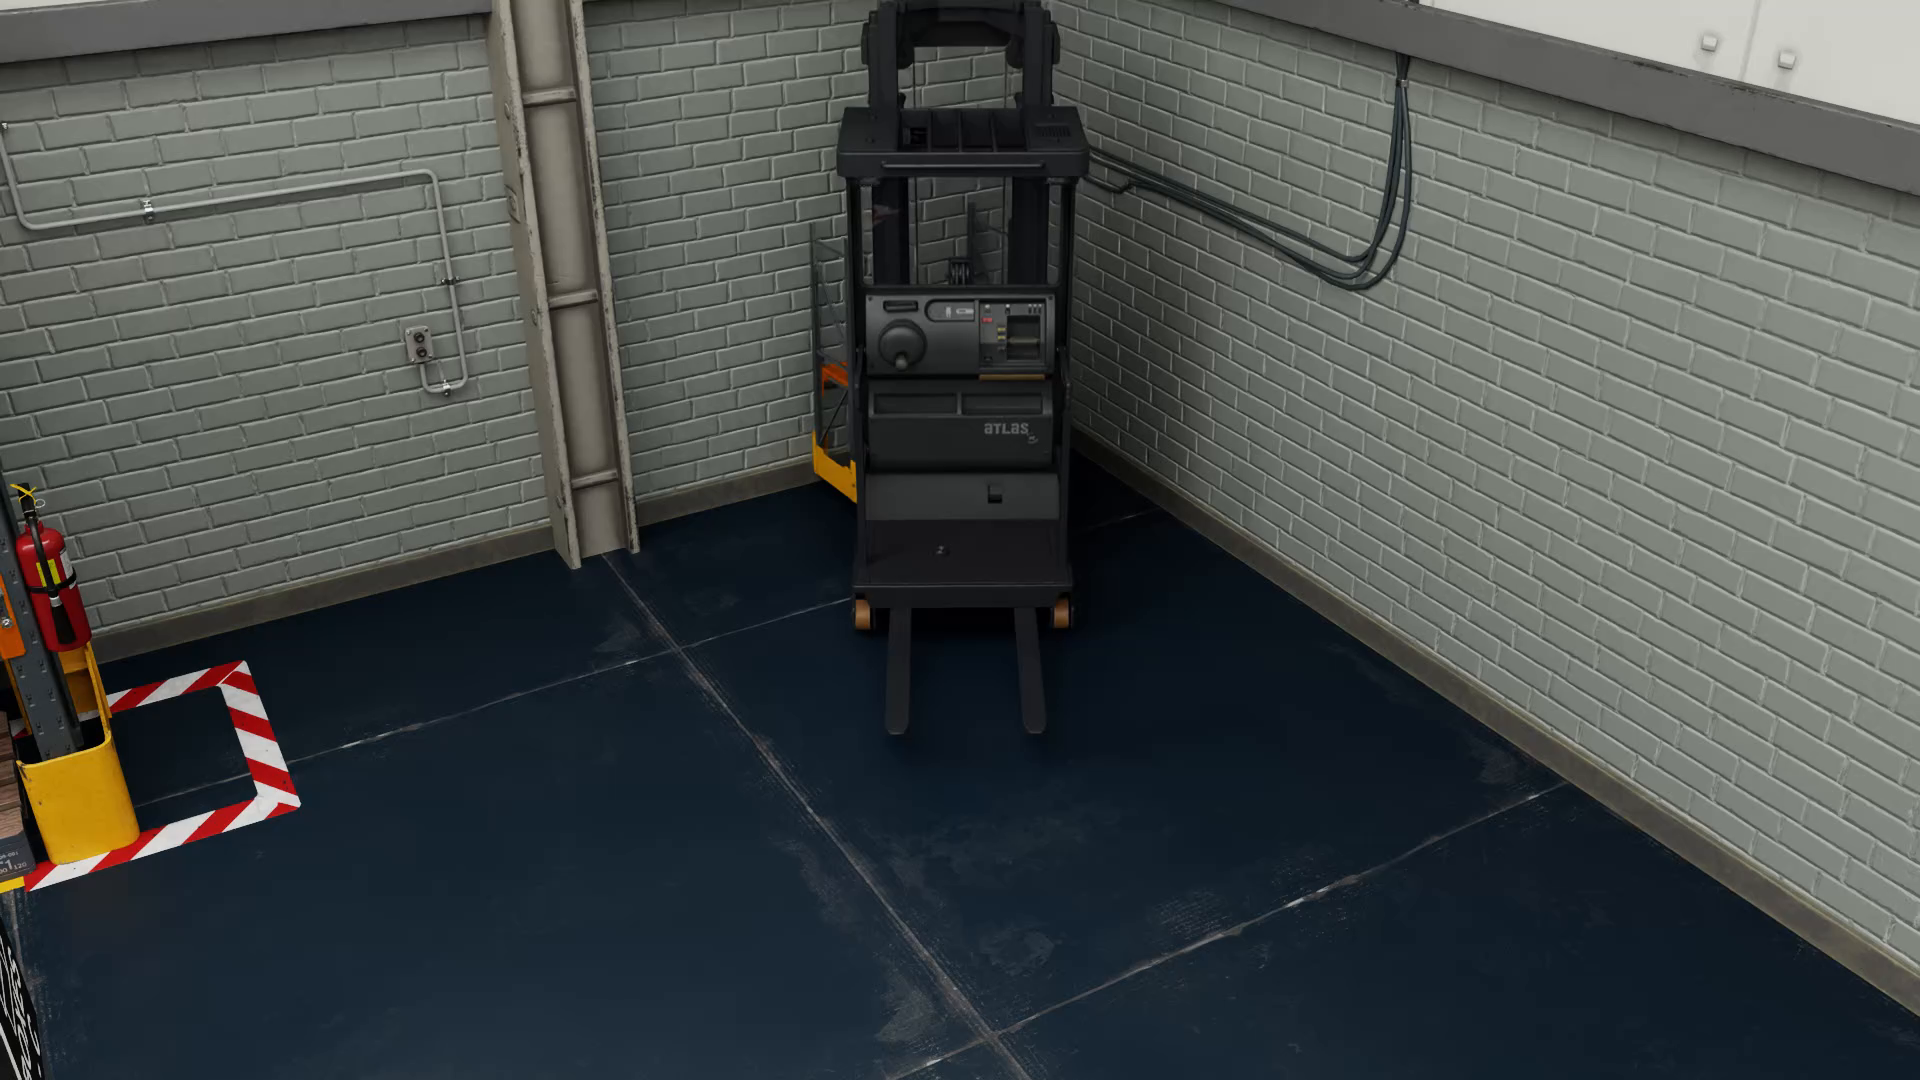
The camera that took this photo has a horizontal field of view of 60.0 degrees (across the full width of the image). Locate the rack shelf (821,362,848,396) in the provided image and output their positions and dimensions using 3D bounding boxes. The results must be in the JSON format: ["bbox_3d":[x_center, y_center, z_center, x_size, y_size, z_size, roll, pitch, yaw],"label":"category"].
[{"bbox_3d":[-0.266,-0.933,9.616,1.000,0.185,0.538,-13,27,-27],"label":"rack shelf"}]

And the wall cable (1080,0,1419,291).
[{"bbox_3d":[1.168,-2.748,8.130,0.112,2.526,3.097,-16,33,-26],"label":"wall cable"}]

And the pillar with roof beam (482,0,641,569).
[{"bbox_3d":[0.181,-2.100,3.742,0.400,9.000,9.100,-16,33,-26],"label":"pillar with roof beam"}]

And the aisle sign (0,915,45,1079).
[{"bbox_3d":[-1.467,0.540,2.477,0.004,0.787,0.394,-16,33,-26],"label":"aisle sign"}]

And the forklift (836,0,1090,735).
[{"bbox_3d":[0.008,-0.976,7.984,1.130,2.935,3.031,0,29,-1],"label":"forklift"}]

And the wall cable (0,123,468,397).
[{"bbox_3d":[-3.265,-1.398,7.627,1.851,1.984,0.084,-16,33,-26],"label":"wall cable"}]

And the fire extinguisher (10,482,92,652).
[{"bbox_3d":[-3.526,0.107,6.418,0.183,0.674,0.296,-16,33,-26],"label":"fire extinguisher"}]

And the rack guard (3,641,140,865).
[{"bbox_3d":[-3.869,0.843,7.205,0.348,0.500,1.175,-16,33,-26],"label":"rack guard"}]

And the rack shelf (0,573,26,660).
[{"bbox_3d":[-5.614,0.559,5.877,4.000,0.370,1.077,-16,33,-26],"label":"rack shelf"}]

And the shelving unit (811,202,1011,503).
[{"bbox_3d":[-0.258,-1.099,9.547,1.083,1.500,0.587,-13,27,-27],"label":"shelving unit"}]

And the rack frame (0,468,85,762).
[{"bbox_3d":[-3.890,-0.246,6.591,0.127,3.000,1.000,-16,33,-26],"label":"rack frame"}]

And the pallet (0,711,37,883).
[{"bbox_3d":[-4.539,1.204,6.851,1.213,0.211,1.003,-16,33,-26],"label":"pallet"}]

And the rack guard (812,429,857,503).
[{"bbox_3d":[-0.692,-0.429,9.575,0.087,0.250,0.587,-13,27,-27],"label":"rack guard"}]

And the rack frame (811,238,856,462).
[{"bbox_3d":[-0.708,-0.996,9.313,0.032,1.500,0.500,-13,27,-27],"label":"rack frame"}]

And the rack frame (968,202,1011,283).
[{"bbox_3d":[0.176,-1.199,9.773,0.032,1.500,0.500,-13,27,-27],"label":"rack frame"}]
